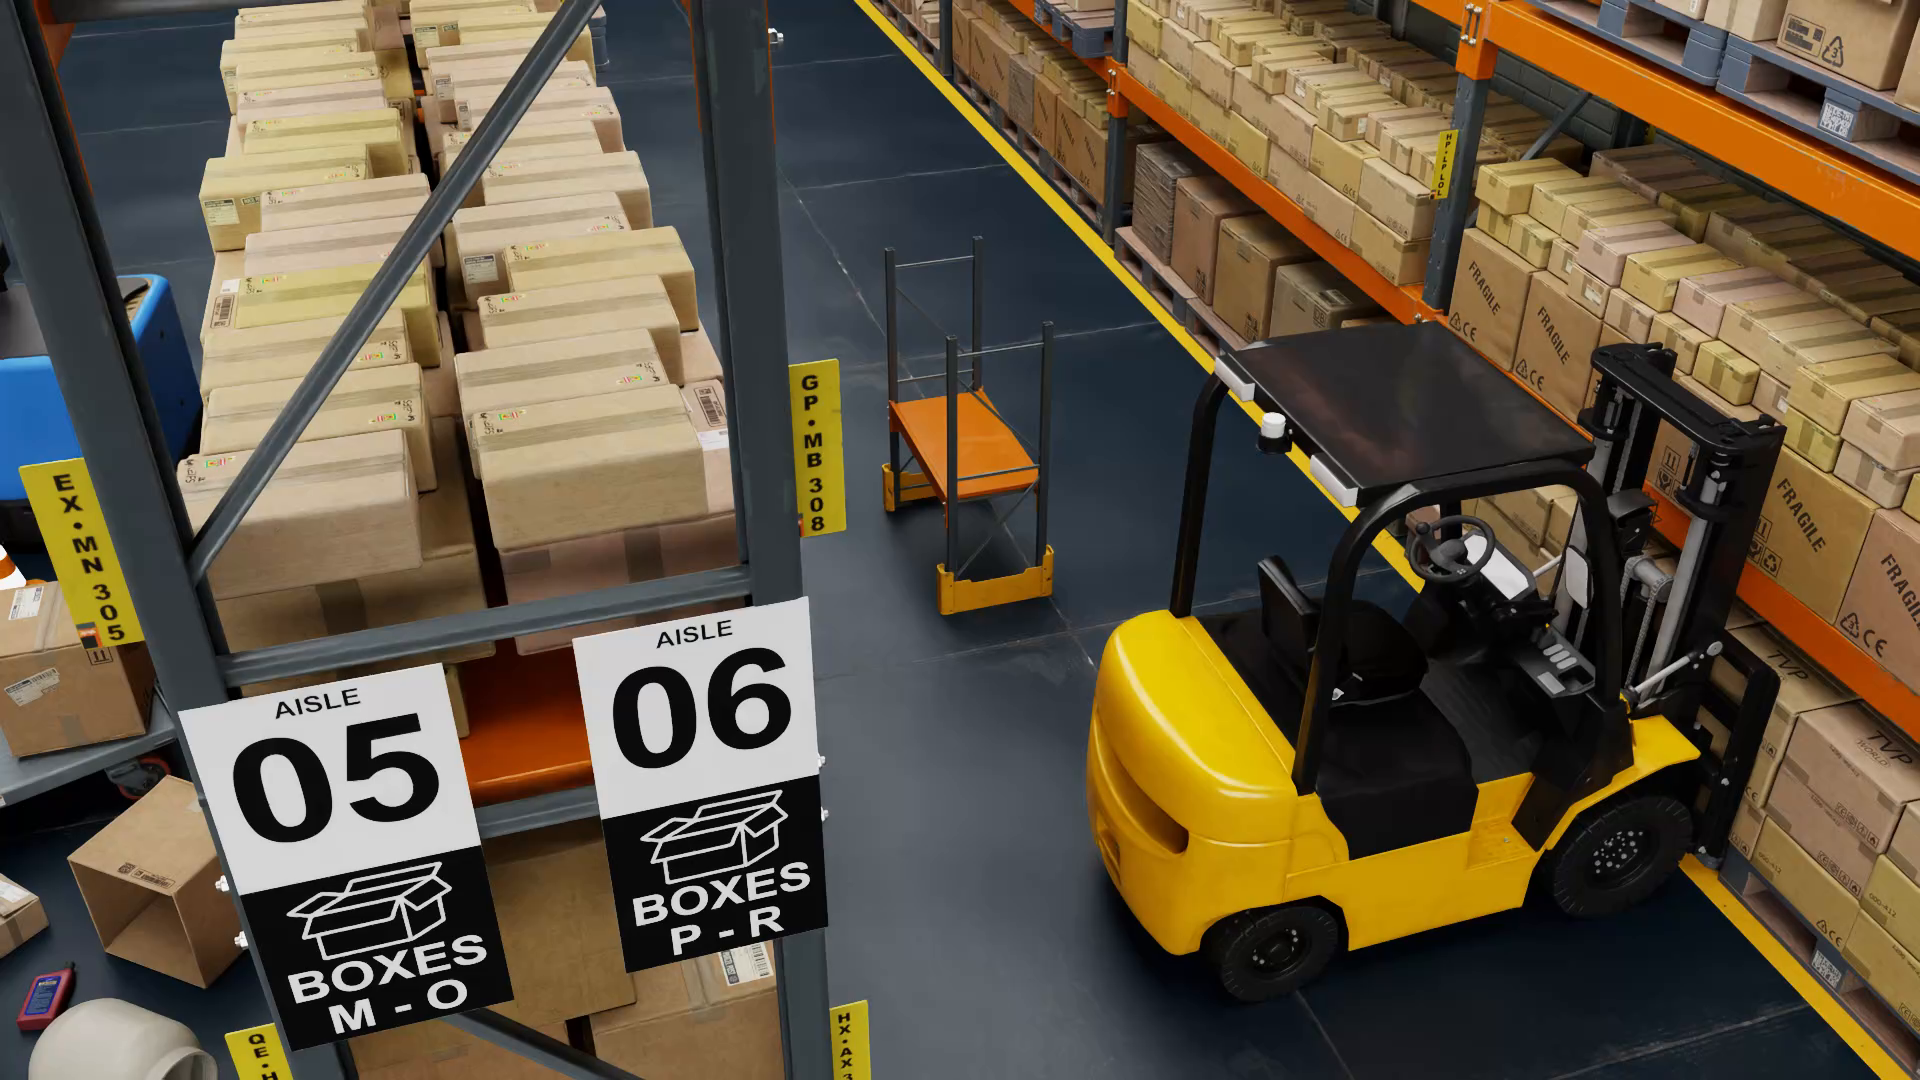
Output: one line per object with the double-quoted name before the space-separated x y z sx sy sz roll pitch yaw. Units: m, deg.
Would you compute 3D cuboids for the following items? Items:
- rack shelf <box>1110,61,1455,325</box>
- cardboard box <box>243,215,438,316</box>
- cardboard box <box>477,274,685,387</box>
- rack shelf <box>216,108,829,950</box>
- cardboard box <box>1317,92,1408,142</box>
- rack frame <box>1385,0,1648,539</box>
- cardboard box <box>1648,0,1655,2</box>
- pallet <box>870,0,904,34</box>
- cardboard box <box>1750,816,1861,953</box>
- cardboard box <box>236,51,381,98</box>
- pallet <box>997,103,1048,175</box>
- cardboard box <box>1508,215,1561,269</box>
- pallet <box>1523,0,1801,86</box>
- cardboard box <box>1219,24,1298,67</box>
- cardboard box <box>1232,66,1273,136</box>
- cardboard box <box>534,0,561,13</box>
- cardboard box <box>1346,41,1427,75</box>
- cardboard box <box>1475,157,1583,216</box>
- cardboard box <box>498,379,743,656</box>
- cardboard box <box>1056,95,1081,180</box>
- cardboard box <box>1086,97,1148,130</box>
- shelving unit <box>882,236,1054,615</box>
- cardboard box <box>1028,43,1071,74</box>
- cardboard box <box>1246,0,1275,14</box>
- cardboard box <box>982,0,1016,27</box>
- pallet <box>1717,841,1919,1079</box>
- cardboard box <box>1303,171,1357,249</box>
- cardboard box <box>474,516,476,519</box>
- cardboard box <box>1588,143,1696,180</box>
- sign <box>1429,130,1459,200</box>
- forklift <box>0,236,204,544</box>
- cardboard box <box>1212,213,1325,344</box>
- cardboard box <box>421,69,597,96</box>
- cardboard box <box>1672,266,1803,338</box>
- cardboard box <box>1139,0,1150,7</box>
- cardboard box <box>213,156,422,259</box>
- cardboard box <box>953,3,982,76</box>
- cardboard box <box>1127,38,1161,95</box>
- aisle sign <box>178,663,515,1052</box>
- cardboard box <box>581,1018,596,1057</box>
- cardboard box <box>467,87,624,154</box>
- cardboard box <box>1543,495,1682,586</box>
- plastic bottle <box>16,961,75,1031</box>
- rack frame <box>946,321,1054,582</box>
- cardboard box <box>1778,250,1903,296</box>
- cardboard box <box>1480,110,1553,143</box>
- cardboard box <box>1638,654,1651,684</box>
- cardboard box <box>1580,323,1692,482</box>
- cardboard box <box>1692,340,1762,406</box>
"rack shelf" 2.137 -2.125 9.897 1.077 0.370 4.000 -10 35 -15
"cardboard box" -1.377 -0.590 3.705 0.380 0.149 0.250 -10 35 -15
"cardboard box" -0.782 -0.409 3.433 0.380 0.149 0.250 -10 35 -15
"rack shelf" -1.369 -0.439 4.626 1.077 0.370 4.000 -10 35 -15
"cardboard box" 2.104 -2.215 8.702 0.380 0.149 0.250 -11 35 -16
"rack frame" 2.747 -1.375 8.110 1.000 3.000 0.127 -10 35 -15
"cardboard box" 2.769 -2.328 6.441 0.500 0.311 0.500 -9 35 -14
"pallet" -0.278 -5.414 16.752 1.003 0.211 1.213 -10 35 -15
"cardboard box" 3.380 1.241 6.264 0.500 0.250 0.500 -10 35 -15
"cardboard box" -1.836 -1.261 4.722 0.380 0.149 0.250 -11 35 -16
"pallet" 0.967 -3.349 13.627 1.003 0.211 1.213 -10 35 -15
"cardboard box" 2.674 -1.340 7.378 0.380 0.149 0.250 -9 35 -14
"pallet" 3.032 -2.146 6.636 1.003 0.211 1.213 -10 35 -15
"cardboard box" 1.747 -2.894 9.730 0.380 0.149 0.250 -9 35 -14
"cardboard box" 1.904 -2.542 9.559 0.500 0.250 0.500 -10 35 -14
"cardboard box" -1.522 -1.764 5.483 0.380 0.149 0.250 -11 35 -16
"cardboard box" 2.424 -2.716 9.460 0.380 0.149 0.250 -10 35 -14
"cardboard box" 2.562 -1.594 7.493 0.380 0.149 0.250 -9 35 -14
"cardboard box" -0.658 -0.060 3.265 0.500 0.250 0.500 -11 35 -16
"cardboard box" 1.051 -3.058 12.543 0.500 0.500 0.500 -11 35 -15
"cardboard box" 1.135 -3.095 12.010 0.380 0.149 0.250 -12 35 -17
"shelving unit" 0.023 -0.586 8.276 0.587 1.500 1.083 -10 35 -15
"cardboard box" 0.757 -3.795 13.071 0.380 0.149 0.250 -12 35 -17
"cardboard box" 2.026 -3.386 10.474 0.380 0.149 0.250 -10 35 -15
"cardboard box" 0.410 -4.480 14.106 0.380 0.149 0.250 -12 35 -17
"pallet" 3.694 1.494 6.297 1.003 0.211 1.213 -10 35 -15
"cardboard box" 2.186 -1.796 8.883 0.500 0.250 0.500 -10 35 -15
"cardboard box" -1.303 -0.139 3.747 0.380 0.149 0.250 -10 35 -14
"cardboard box" 3.132 -1.694 7.645 0.380 0.149 0.250 -10 35 -15
"sign" 2.233 -1.728 7.666 0.100 0.325 0.005 -10 35 -15
"forklift" -5.675 -1.372 8.168 3.031 2.935 1.130 -6 34 -8
"cardboard box" 2.117 -1.634 10.276 0.875 0.625 0.625 -11 35 -17
"cardboard box" -1.433 -1.399 5.292 0.500 0.250 0.500 -11 35 -16
"cardboard box" 3.030 -0.931 6.489 0.380 0.149 0.250 -10 35 -15
"cardboard box" 1.344 -3.570 10.753 0.380 0.149 0.250 -9 35 -13
"cardboard box" -1.643 -0.775 4.347 0.500 0.250 0.500 -10 35 -14
"cardboard box" 0.240 -4.416 14.598 0.500 0.500 0.500 -9 34 -13
"cardboard box" 1.430 -3.138 10.914 0.500 0.250 0.500 -10 35 -15
"aisle sign" -1.016 0.559 2.826 0.394 0.787 0.004 -10 35 -15
"cardboard box" -0.756 1.323 4.254 0.380 0.149 0.250 -10 35 -14
"cardboard box" -1.110 -1.090 4.462 0.380 0.149 0.250 -10 35 -14
"cardboard box" 2.905 0.016 7.211 0.500 0.250 0.500 -9 34 -13
"plastic bottle" -3.371 1.681 6.151 0.133 0.061 0.283 -4 34 -6
"rack frame" 0.181 -0.314 7.865 0.500 1.500 0.032 -10 35 -15
"cardboard box" 3.492 -1.017 6.619 0.380 0.149 0.250 -10 35 -15
"cardboard box" 2.812 -2.057 8.464 0.380 0.149 0.250 -11 35 -16
"cardboard box" 3.052 0.490 6.948 0.500 0.250 0.500 -10 35 -15
"cardboard box" 2.964 -0.603 6.851 0.500 0.500 0.500 -10 35 -15
"cardboard box" 3.047 -0.660 6.349 0.380 0.149 0.250 -11 35 -16
